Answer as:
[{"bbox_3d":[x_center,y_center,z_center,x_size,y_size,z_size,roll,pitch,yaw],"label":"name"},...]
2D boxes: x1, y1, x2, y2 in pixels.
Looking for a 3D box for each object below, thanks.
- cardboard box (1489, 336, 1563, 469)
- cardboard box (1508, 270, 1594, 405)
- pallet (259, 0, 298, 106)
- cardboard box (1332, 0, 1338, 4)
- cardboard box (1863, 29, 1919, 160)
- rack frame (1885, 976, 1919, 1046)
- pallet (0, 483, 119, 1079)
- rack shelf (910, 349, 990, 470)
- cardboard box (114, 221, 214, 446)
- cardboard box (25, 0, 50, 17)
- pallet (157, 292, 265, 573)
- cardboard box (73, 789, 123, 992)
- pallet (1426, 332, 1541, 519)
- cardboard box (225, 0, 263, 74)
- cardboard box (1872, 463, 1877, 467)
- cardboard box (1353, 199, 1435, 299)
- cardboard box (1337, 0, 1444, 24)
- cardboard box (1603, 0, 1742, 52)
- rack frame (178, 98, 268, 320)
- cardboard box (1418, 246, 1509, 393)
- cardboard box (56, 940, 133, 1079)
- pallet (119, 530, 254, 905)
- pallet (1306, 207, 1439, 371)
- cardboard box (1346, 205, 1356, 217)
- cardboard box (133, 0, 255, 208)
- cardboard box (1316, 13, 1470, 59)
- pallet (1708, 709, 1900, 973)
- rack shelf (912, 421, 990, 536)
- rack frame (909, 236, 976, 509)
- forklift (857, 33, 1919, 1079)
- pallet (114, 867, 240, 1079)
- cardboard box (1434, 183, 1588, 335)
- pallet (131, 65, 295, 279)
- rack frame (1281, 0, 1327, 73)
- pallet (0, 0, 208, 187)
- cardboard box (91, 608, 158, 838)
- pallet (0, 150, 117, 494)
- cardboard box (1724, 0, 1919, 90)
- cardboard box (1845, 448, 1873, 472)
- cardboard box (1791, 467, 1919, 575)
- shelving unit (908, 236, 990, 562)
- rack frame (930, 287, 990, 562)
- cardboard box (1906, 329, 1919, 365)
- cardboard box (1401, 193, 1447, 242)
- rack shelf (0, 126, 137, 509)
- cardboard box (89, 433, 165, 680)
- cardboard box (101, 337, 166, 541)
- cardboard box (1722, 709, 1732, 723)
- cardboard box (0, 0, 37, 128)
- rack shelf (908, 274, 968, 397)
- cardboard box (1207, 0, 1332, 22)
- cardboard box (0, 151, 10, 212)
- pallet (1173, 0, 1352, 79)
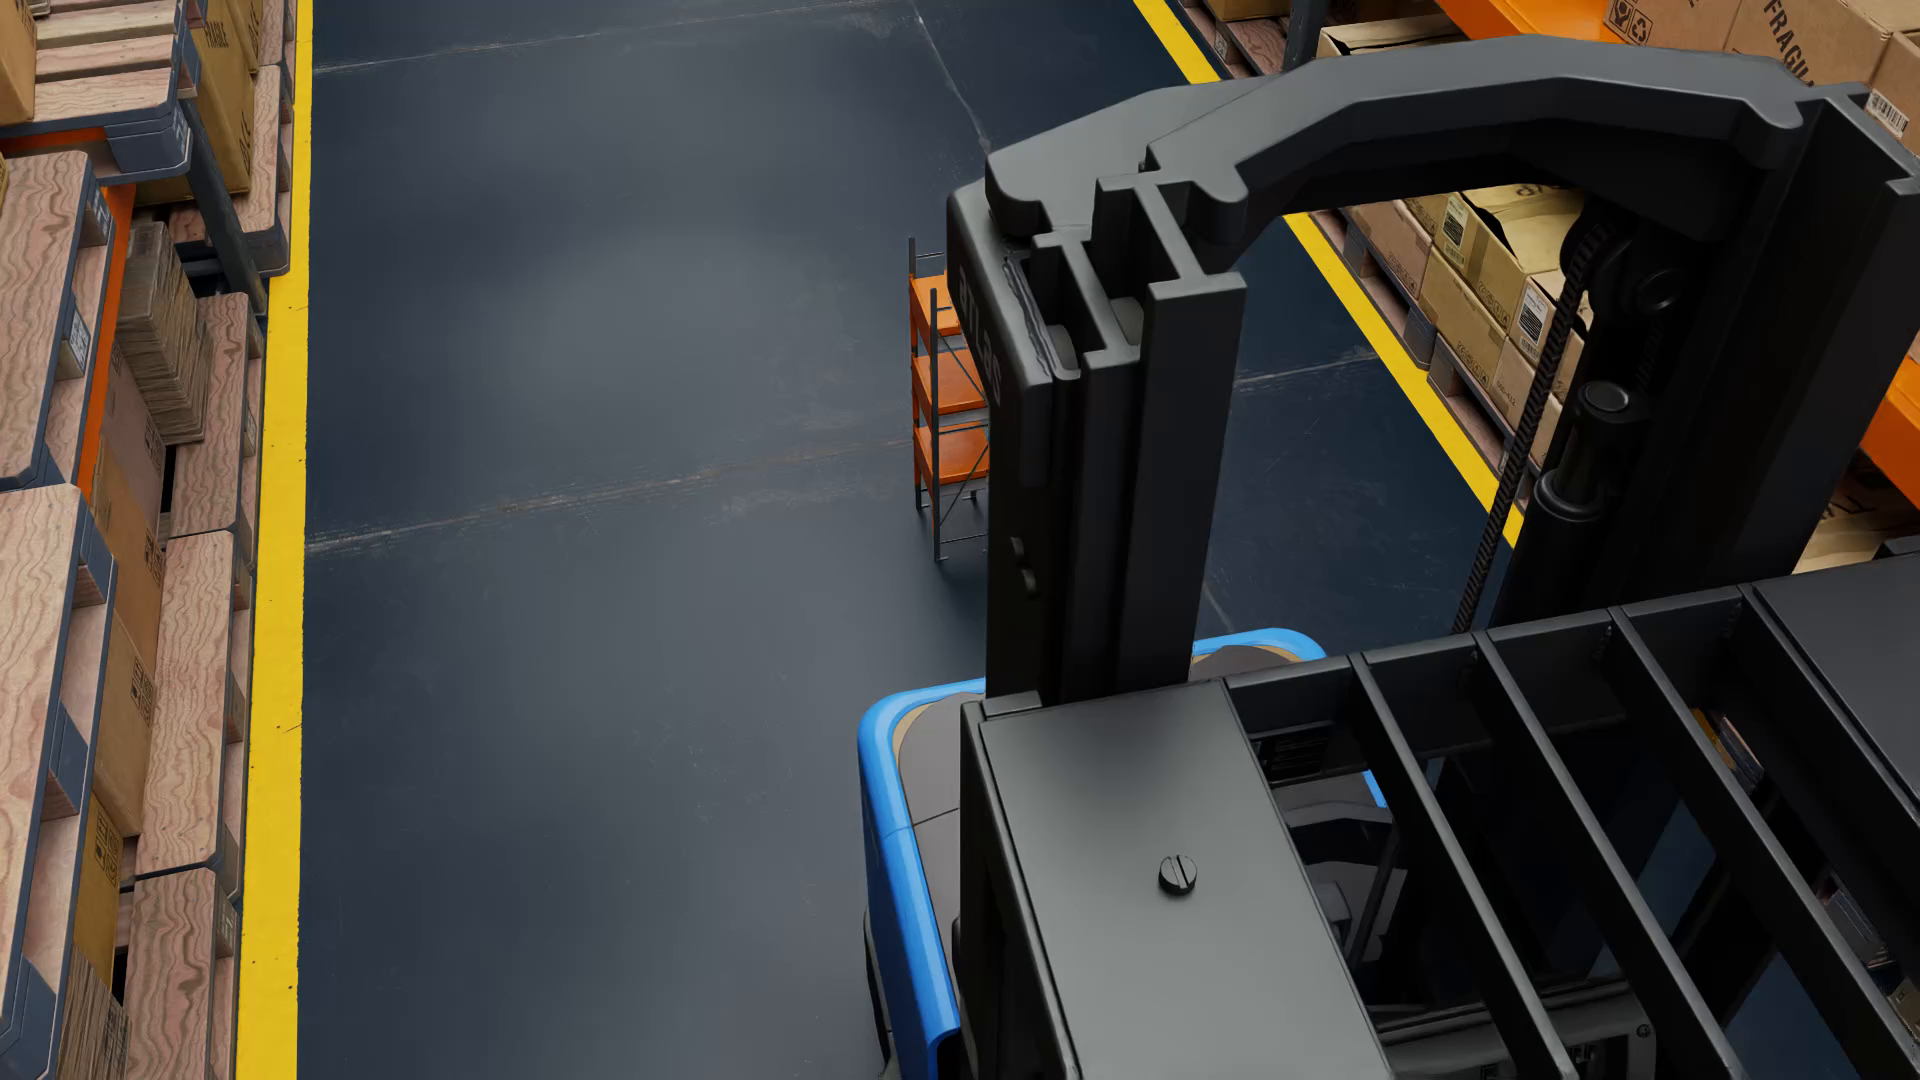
[{"bbox_3d":[2.020,-0.427,5.200,0.500,0.250,0.500,-10,46,-10],"label":"cardboard box"},{"bbox_3d":[2.024,-0.614,4.990,0.500,0.311,0.500,-11,47,-11],"label":"cardboard box"},{"bbox_3d":[-3.455,-2.231,7.289,1.003,0.211,1.213,-11,47,-10],"label":"pallet"},{"bbox_3d":[1.791,-2.723,7.260,0.500,0.500,0.500,-12,47,-12],"label":"cardboard box"},{"bbox_3d":[2.479,-0.887,3.949,0.500,0.500,0.500,-8,46,-7],"label":"cardboard box"},{"bbox_3d":[2.795,0.045,3.106,1.000,3.000,0.127,-11,47,-10],"label":"rack frame"},{"bbox_3d":[-2.048,0.466,2.827,1.003,0.211,1.213,-11,47,-10],"label":"pallet"},{"bbox_3d":[-0.014,-0.397,4.919,0.215,0.259,0.240,-11,47,-10],"label":"rack shelf"},{"bbox_3d":[-2.782,-0.600,5.180,0.700,0.500,0.500,-10,46,-10],"label":"cardboard box"},{"bbox_3d":[-2.887,-1.675,4.413,0.700,0.500,0.500,-16,48,-15],"label":"cardboard box"},{"bbox_3d":[-2.818,-0.293,5.389,1.003,0.211,1.213,-11,47,-10],"label":"pallet"},{"bbox_3d":[-2.378,0.822,3.787,0.700,0.500,0.500,-12,47,-11],"label":"cardboard box"},{"bbox_3d":[2.252,-0.324,5.420,1.003,0.211,1.213,-11,47,-10],"label":"pallet"},{"bbox_3d":[-3.297,-2.341,6.655,0.750,0.750,0.750,-11,47,-11],"label":"cardboard box"},{"bbox_3d":[2.673,-0.370,4.751,0.500,0.311,0.500,-12,47,-12],"label":"cardboard box"},{"bbox_3d":[1.750,-1.139,5.897,0.500,0.250,0.500,-12,47,-11],"label":"cardboard box"},{"bbox_3d":[1.930,-2.362,6.907,0.500,0.500,0.500,-9,46,-9],"label":"cardboard box"},{"bbox_3d":[2.216,-1.596,4.644,0.500,0.500,0.500,-13,47,-12],"label":"cardboard box"},{"bbox_3d":[-3.017,-1.808,4.922,1.000,3.000,0.127,-11,47,-10],"label":"rack frame"},{"bbox_3d":[1.889,-0.781,5.547,0.500,0.250,0.500,-12,47,-11],"label":"cardboard box"},{"bbox_3d":[-2.198,1.169,3.446,0.700,0.500,0.500,-9,46,-9],"label":"cardboard box"},{"bbox_3d":[-2.510,0.548,4.565,1.003,0.211,1.213,-11,47,-10],"label":"pallet"},{"bbox_3d":[1.944,-1.165,6.244,1.003,0.211,1.213,-11,47,-10],"label":"pallet"},{"bbox_3d":[1.621,-1.486,6.237,0.500,0.250,0.500,-11,47,-10],"label":"cardboard box"},{"bbox_3d":[-3.078,-1.735,6.061,0.750,0.750,0.750,-11,47,-11],"label":"cardboard box"},{"bbox_3d":[1.621,-1.682,6.037,0.500,0.311,0.500,-9,46,-9],"label":"cardboard box"},{"bbox_3d":[2.568,0.519,4.593,1.003,0.211,1.213,-11,47,-10],"label":"pallet"},{"bbox_3d":[-0.014,-0.202,5.117,0.215,0.259,0.240,-11,47,-10],"label":"rack shelf"},{"bbox_3d":[-0.045,-0.489,4.994,0.200,1.050,0.008,-11,47,-10],"label":"rack frame"},{"bbox_3d":[0.595,1.005,2.213,1.130,2.935,3.031,-9,46,-9],"label":"forklift"},{"bbox_3d":[-2.194,1.392,3.738,1.003,0.211,1.213,-11,47,-10],"label":"pallet"},{"bbox_3d":[1.892,-0.969,5.338,0.500,0.311,0.500,-12,47,-11],"label":"cardboard box"},{"bbox_3d":[-3.146,-1.390,6.465,1.003,0.211,1.213,-11,47,-10],"label":"pallet"},{"bbox_3d":[1.771,-2.717,5.812,1.000,3.000,0.127,-11,47,-10],"label":"rack frame"},{"bbox_3d":[-2.732,-1.269,4.527,1.213,0.211,1.003,-11,47,-10],"label":"pallet"},{"bbox_3d":[-2.470,0.462,4.139,0.700,0.500,0.500,-10,46,-10],"label":"cardboard box"},{"bbox_3d":[-2.471,-0.382,3.658,1.003,0.211,1.213,-11,47,-10],"label":"pallet"},{"bbox_3d":[2.351,-1.233,4.288,0.500,0.500,0.500,-11,47,-10],"label":"cardboard box"},{"bbox_3d":[2.149,-0.266,4.649,0.500,0.311,0.500,-11,47,-10],"label":"cardboard box"},{"bbox_3d":[2.275,0.079,4.311,0.500,0.311,0.500,-10,46,-9],"label":"cardboard box"},{"bbox_3d":[-0.014,-0.404,4.911,0.215,1.050,0.252,-11,47,-10],"label":"shelving unit"},{"bbox_3d":[0.018,-0.320,4.829,0.200,1.050,0.008,-11,47,-10],"label":"rack frame"},{"bbox_3d":[2.392,-0.481,3.716,0.396,0.266,0.258,-12,47,-11],"label":"cardboard box"},{"bbox_3d":[1.763,-1.321,5.683,0.500,0.311,0.500,-12,47,-11],"label":"cardboard box"},{"bbox_3d":[-2.505,-0.176,3.826,1.077,0.370,4.000,-11,47,-10],"label":"rack shelf"},{"bbox_3d":[-2.608,0.115,4.479,0.700,0.500,0.500,-11,47,-11],"label":"cardboard box"},{"bbox_3d":[-2.763,-0.223,4.810,0.700,0.500,0.500,-11,47,-10],"label":"cardboard box"},{"bbox_3d":[2.280,0.278,4.509,0.500,0.250,0.500,-11,47,-11],"label":"cardboard box"},{"bbox_3d":[-2.718,-1.294,4.040,0.700,0.500,0.500,-15,47,-14],"label":"cardboard box"},{"bbox_3d":[-0.014,-0.596,4.716,0.215,0.259,0.240,-11,47,-10],"label":"rack shelf"},{"bbox_3d":[1.304,-2.599,7.139,0.500,0.500,0.500,-9,46,-9],"label":"cardboard box"},{"bbox_3d":[-2.547,-0.819,3.574,0.700,0.500,0.500,-11,47,-10],"label":"cardboard box"},{"bbox_3d":[1.616,-2.263,7.320,1.003,0.211,1.213,-11,47,-10],"label":"pallet"}]
